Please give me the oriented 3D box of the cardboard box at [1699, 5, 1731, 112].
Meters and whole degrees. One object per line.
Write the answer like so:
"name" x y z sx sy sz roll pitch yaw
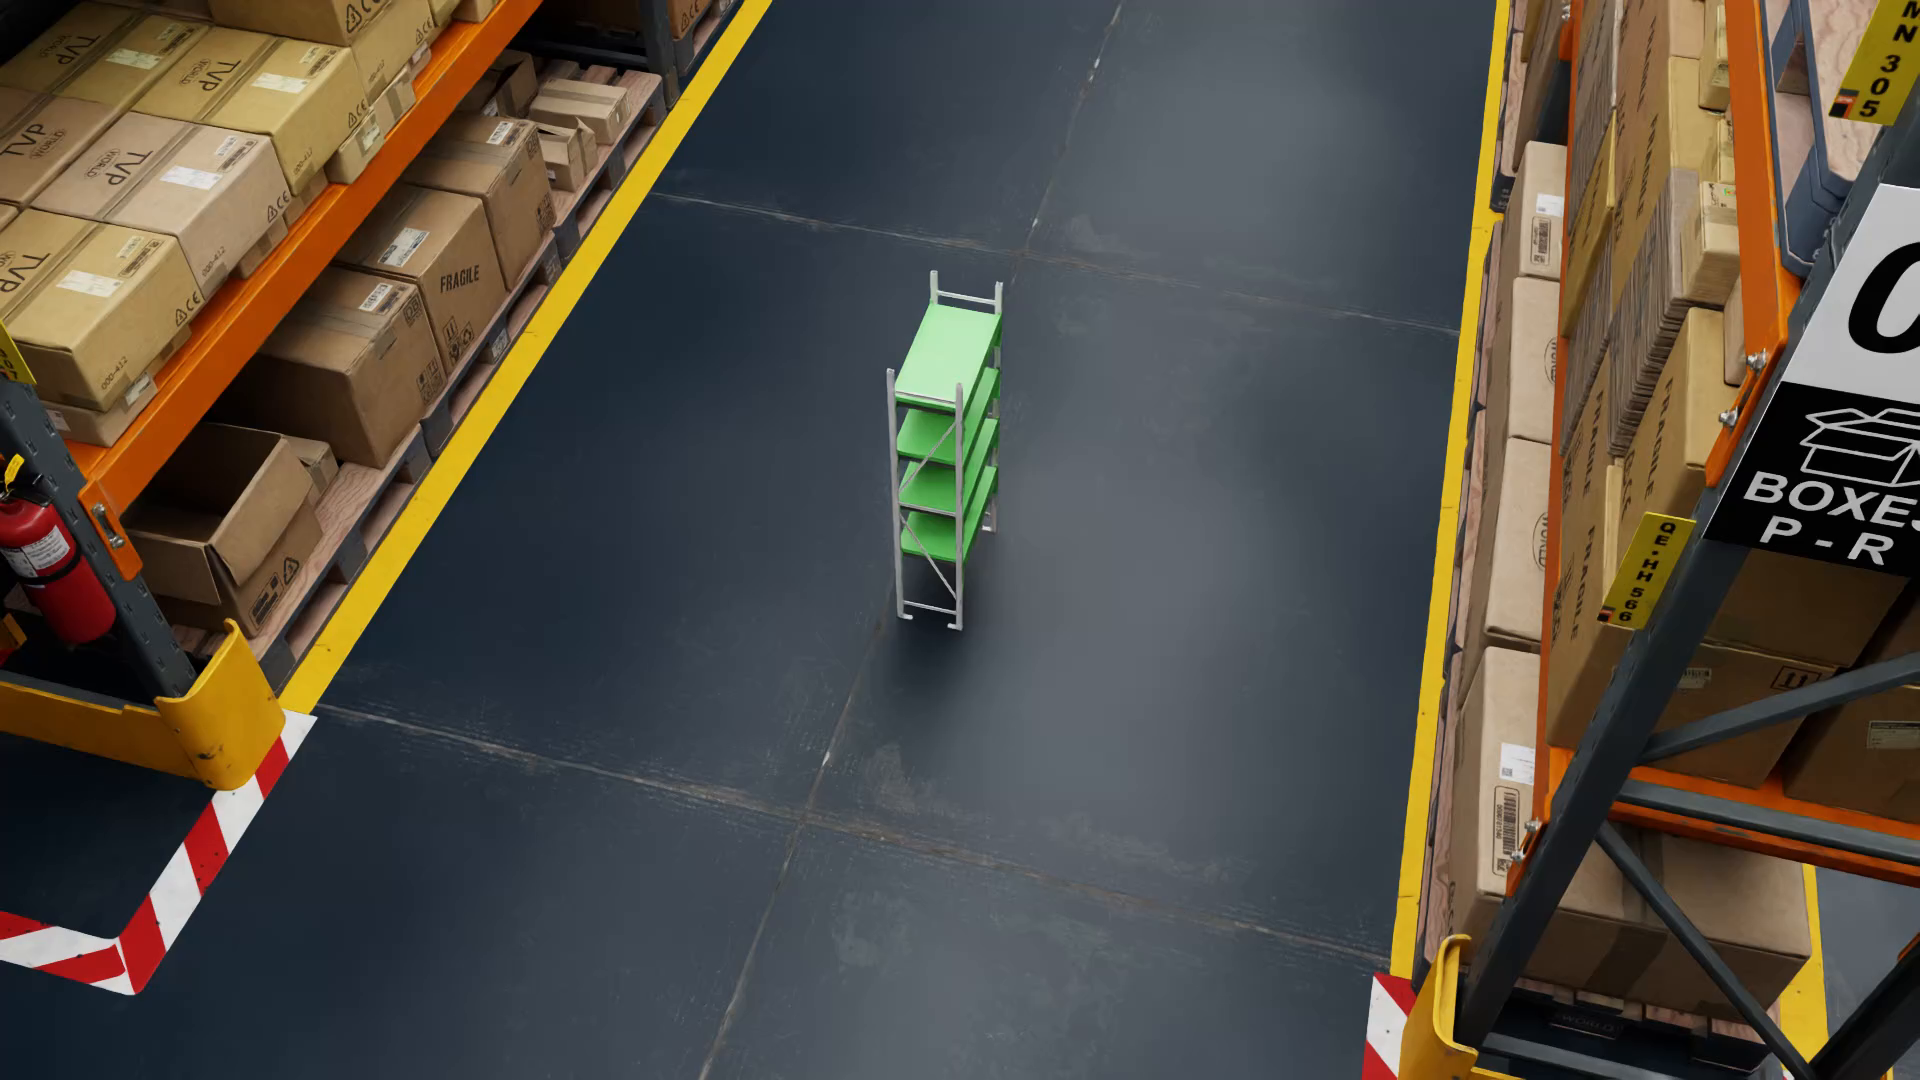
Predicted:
"cardboard box" 2.050 -1.168 4.114 0.380 0.149 0.250 13 50 11

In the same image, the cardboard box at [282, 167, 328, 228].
"cardboard box" -2.325 -1.188 5.465 0.380 0.149 0.250 12 50 11

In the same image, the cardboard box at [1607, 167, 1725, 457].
"cardboard box" 1.872 -0.500 3.957 0.500 0.500 0.500 12 50 10

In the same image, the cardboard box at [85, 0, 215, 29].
"cardboard box" -2.649 -1.875 5.806 0.500 0.250 0.500 11 50 10

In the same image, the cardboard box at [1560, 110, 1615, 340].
"cardboard box" 2.133 -0.901 4.978 0.500 0.500 0.500 13 50 11

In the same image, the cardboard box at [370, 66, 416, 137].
"cardboard box" -2.136 -1.550 5.785 0.380 0.149 0.250 13 50 11

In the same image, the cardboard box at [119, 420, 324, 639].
"cardboard box" -2.672 -0.070 5.696 0.797 0.503 0.637 10 49 9

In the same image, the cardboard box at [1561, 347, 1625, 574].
"cardboard box" 1.884 -0.151 4.316 0.500 0.500 0.500 11 49 9

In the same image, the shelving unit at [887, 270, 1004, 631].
"shelving unit" -0.044 -0.277 5.694 0.258 1.200 0.503 12 50 10

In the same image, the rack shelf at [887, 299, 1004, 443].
"rack shelf" -0.044 -0.553 5.382 0.258 0.148 0.480 12 50 10

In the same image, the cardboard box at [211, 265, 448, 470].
"cardboard box" -2.409 -0.680 6.236 0.700 0.500 0.500 13 50 12

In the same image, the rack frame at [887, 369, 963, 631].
"rack frame" -0.108 -0.101 5.539 0.240 1.200 0.015 12 50 10

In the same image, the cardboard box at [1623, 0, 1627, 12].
"cardboard box" 2.421 -1.953 5.239 0.500 0.500 0.500 11 49 10

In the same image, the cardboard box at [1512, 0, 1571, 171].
"cardboard box" 3.004 -2.150 7.284 0.875 0.875 0.875 13 50 11

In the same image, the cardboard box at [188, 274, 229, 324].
"cardboard box" -2.515 -0.824 5.144 0.380 0.149 0.250 11 49 10

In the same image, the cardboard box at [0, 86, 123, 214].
"cardboard box" -2.922 -1.140 5.157 0.500 0.250 0.500 12 50 10

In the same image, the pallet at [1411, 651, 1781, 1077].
"pallet" 2.001 0.972 5.251 1.003 0.211 1.213 12 50 10

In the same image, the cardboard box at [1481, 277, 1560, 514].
"cardboard box" 2.415 -0.460 6.084 0.875 0.438 0.875 10 49 9

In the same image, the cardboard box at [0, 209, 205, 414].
"cardboard box" -2.545 -0.657 4.731 0.500 0.250 0.500 12 50 10

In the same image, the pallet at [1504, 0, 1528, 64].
"pallet" 3.368 -2.785 8.567 1.003 0.211 1.213 12 50 10

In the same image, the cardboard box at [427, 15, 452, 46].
"cardboard box" -2.115 -1.938 6.128 0.380 0.149 0.250 12 50 11

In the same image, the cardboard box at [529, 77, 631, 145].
"cardboard box" -1.734 -1.961 7.602 0.380 0.149 0.250 10 49 9

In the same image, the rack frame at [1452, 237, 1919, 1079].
"rack frame" 1.866 0.643 3.681 1.000 3.000 0.127 12 50 10

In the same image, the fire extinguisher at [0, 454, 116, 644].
"fire extinguisher" -2.517 0.013 4.538 0.296 0.674 0.183 12 50 10

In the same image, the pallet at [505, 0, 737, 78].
"pallet" -1.694 -2.900 8.668 1.003 0.211 1.213 12 50 10

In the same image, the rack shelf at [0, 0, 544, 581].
"rack shelf" -2.398 -1.542 6.090 1.077 0.370 4.000 12 50 10

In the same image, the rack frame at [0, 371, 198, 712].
"rack frame" -2.924 -0.333 4.544 1.000 3.000 0.127 12 50 10

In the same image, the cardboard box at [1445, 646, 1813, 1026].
"cardboard box" 1.943 0.855 4.923 0.875 0.438 0.875 10 49 9

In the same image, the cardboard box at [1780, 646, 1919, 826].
"cardboard box" 2.269 0.320 3.900 0.500 0.500 0.500 11 50 10

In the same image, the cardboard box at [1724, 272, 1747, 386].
"cardboard box" 1.811 -0.423 3.456 0.380 0.149 0.250 12 50 11

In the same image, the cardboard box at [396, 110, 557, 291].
"cardboard box" -2.136 -1.430 6.899 0.700 0.500 0.500 10 49 9

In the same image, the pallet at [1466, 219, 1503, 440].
"pallet" 2.643 -0.792 6.809 1.003 0.211 1.213 12 50 10

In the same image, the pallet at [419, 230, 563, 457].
"pallet" -2.372 -0.922 6.923 1.003 0.211 1.213 12 50 10

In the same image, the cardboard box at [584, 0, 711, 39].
"cardboard box" -1.527 -2.844 8.146 0.500 0.500 0.500 14 50 12

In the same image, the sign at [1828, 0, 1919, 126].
"sign" 1.346 -0.733 2.358 0.100 0.325 0.005 12 50 10

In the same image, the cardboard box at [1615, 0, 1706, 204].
"cardboard box" 2.140 -1.220 4.593 0.500 0.500 0.500 11 50 10

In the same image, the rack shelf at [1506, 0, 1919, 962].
"rack shelf" 2.392 -0.565 5.228 1.077 0.370 4.000 12 50 10

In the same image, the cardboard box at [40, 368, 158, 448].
"cardboard box" -2.573 -0.434 4.800 0.380 0.149 0.250 11 50 10

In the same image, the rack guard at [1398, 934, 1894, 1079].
"rack guard" 1.859 1.488 4.603 1.175 0.500 0.348 12 50 10

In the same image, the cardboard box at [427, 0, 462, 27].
"cardboard box" -2.031 -2.136 6.036 0.500 0.250 0.500 11 50 10

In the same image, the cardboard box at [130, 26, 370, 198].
"cardboard box" -2.282 -1.389 5.377 0.500 0.250 0.500 11 49 9

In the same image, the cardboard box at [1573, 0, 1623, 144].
"cardboard box" 2.406 -1.632 5.623 0.500 0.500 0.500 12 50 10

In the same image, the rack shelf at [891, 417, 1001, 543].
"rack shelf" -0.044 -0.235 5.742 0.258 0.148 0.480 12 50 10

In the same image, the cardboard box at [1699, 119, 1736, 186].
"cardboard box" 1.903 -0.800 3.789 0.380 0.149 0.250 13 50 11

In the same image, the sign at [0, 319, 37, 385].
"sign" -2.400 -0.513 4.125 0.100 0.325 0.005 12 50 10

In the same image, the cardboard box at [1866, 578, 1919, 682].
"cardboard box" 2.267 -0.011 3.526 0.500 0.500 0.500 11 49 9
